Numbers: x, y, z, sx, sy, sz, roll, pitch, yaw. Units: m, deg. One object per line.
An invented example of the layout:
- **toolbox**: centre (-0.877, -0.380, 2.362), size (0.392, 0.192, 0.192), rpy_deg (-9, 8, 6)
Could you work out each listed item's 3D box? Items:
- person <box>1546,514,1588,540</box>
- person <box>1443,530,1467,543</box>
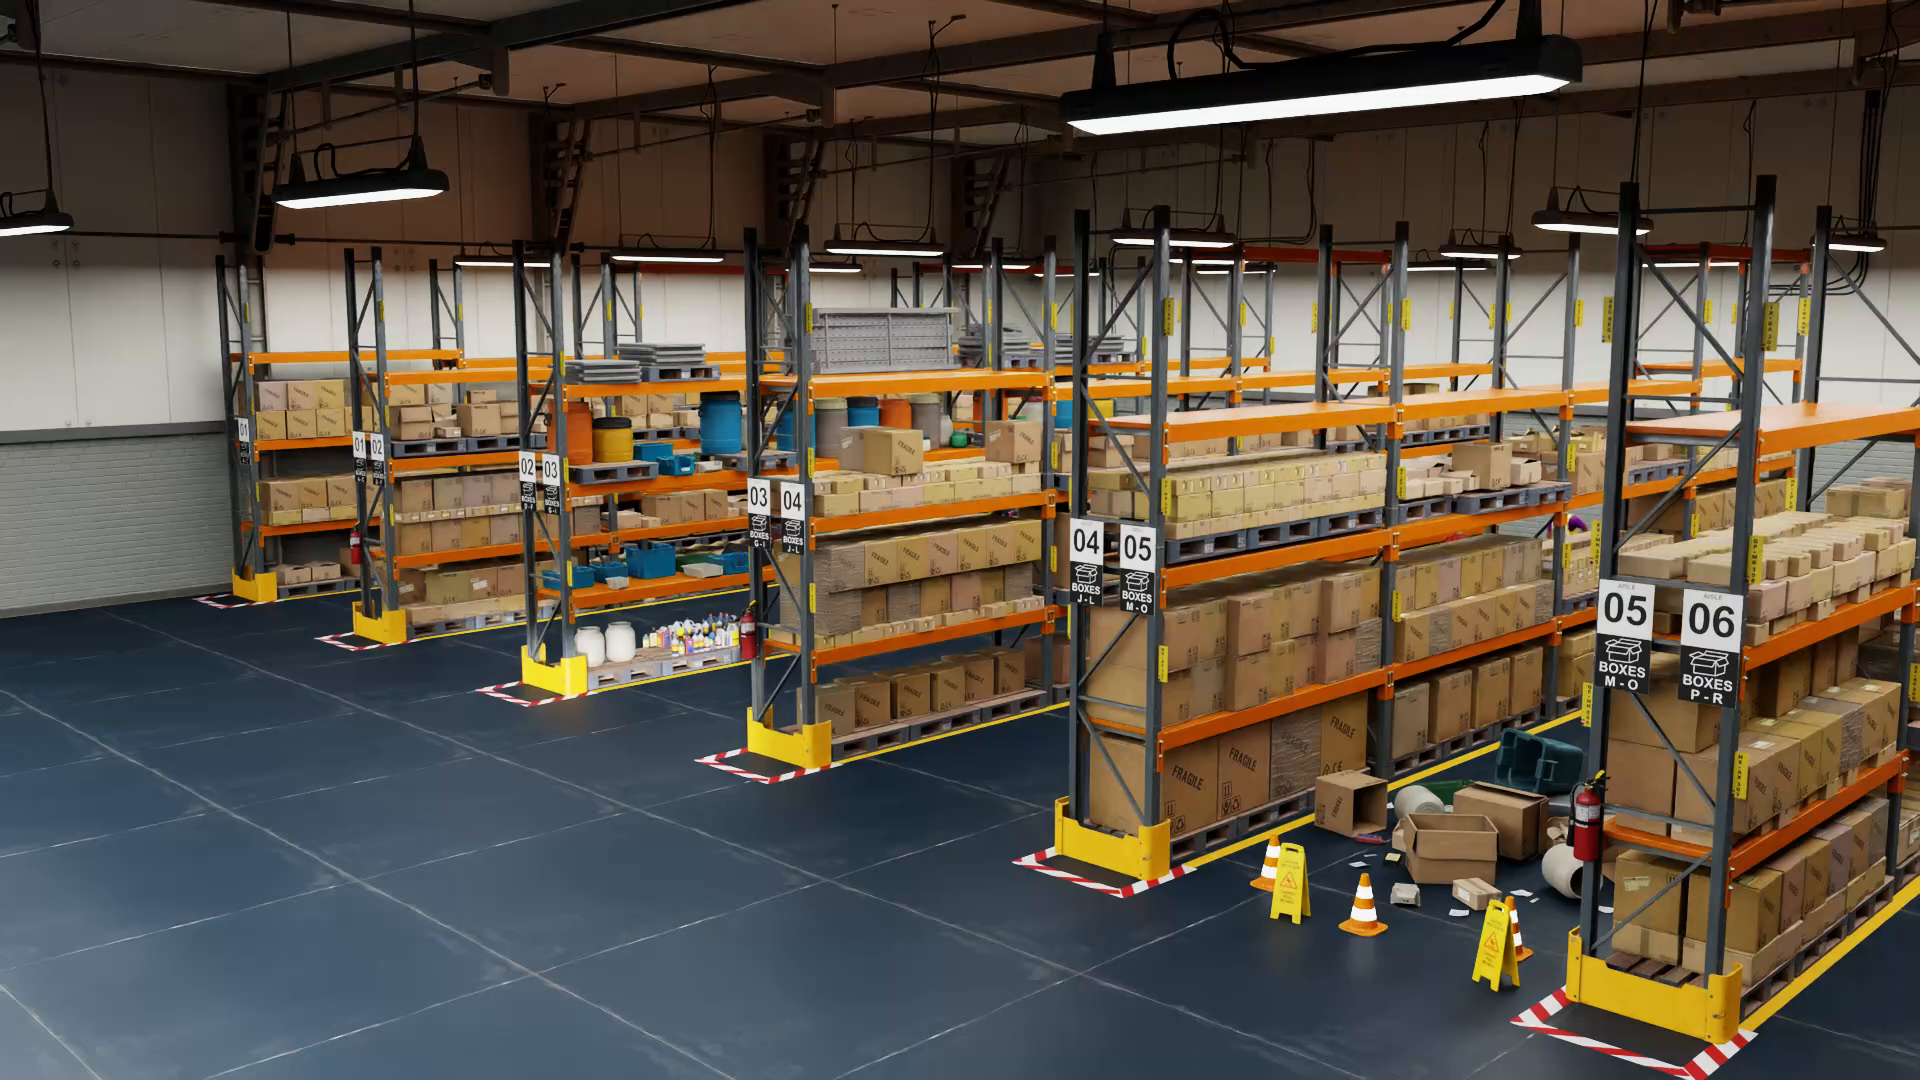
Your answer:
- **person**: centre (10.885, 0.120, 29.867), size (0.723, 1.659, 0.744), rpy_deg (-6, 10, -37)
- **person**: centre (7.959, 0.558, 26.594), size (0.575, 1.723, 0.548), rpy_deg (7, 11, 42)
